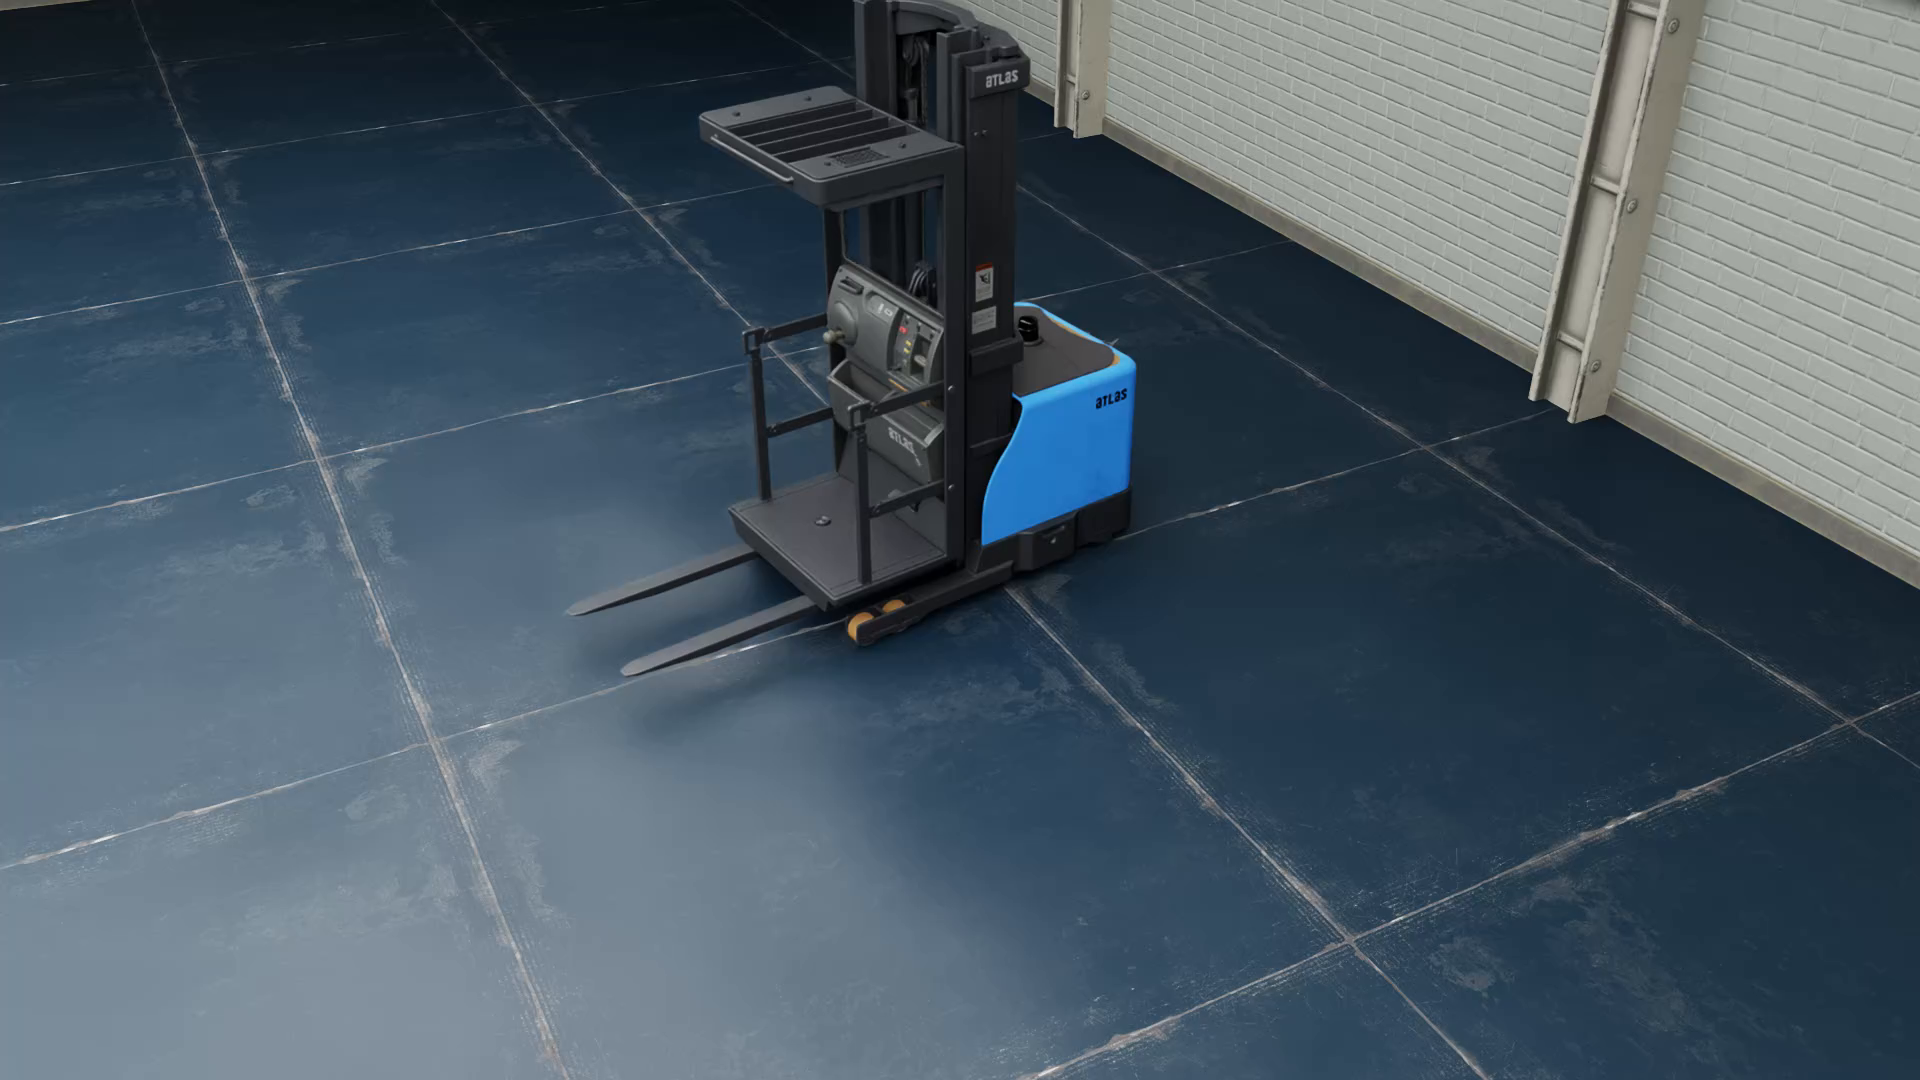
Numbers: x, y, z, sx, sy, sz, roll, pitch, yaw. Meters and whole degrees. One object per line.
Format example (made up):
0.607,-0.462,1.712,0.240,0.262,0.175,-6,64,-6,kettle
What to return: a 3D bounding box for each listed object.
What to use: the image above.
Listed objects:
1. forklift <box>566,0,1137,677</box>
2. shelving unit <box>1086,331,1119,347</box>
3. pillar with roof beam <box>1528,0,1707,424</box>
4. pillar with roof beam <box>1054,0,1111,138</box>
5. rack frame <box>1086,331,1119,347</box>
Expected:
-0.545,-1.023,8.149,3.031,2.935,1.130,-21,38,-29,forklift
0.644,-1.001,10.651,0.258,0.189,1.200,18,37,25,shelving unit
0.071,-3.566,6.494,9.100,9.000,0.400,-16,36,-23,pillar with roof beam
-2.726,-6.430,10.963,9.100,9.000,0.400,-16,36,-23,pillar with roof beam
0.644,-1.078,10.602,0.240,0.006,1.200,18,37,25,rack frame
